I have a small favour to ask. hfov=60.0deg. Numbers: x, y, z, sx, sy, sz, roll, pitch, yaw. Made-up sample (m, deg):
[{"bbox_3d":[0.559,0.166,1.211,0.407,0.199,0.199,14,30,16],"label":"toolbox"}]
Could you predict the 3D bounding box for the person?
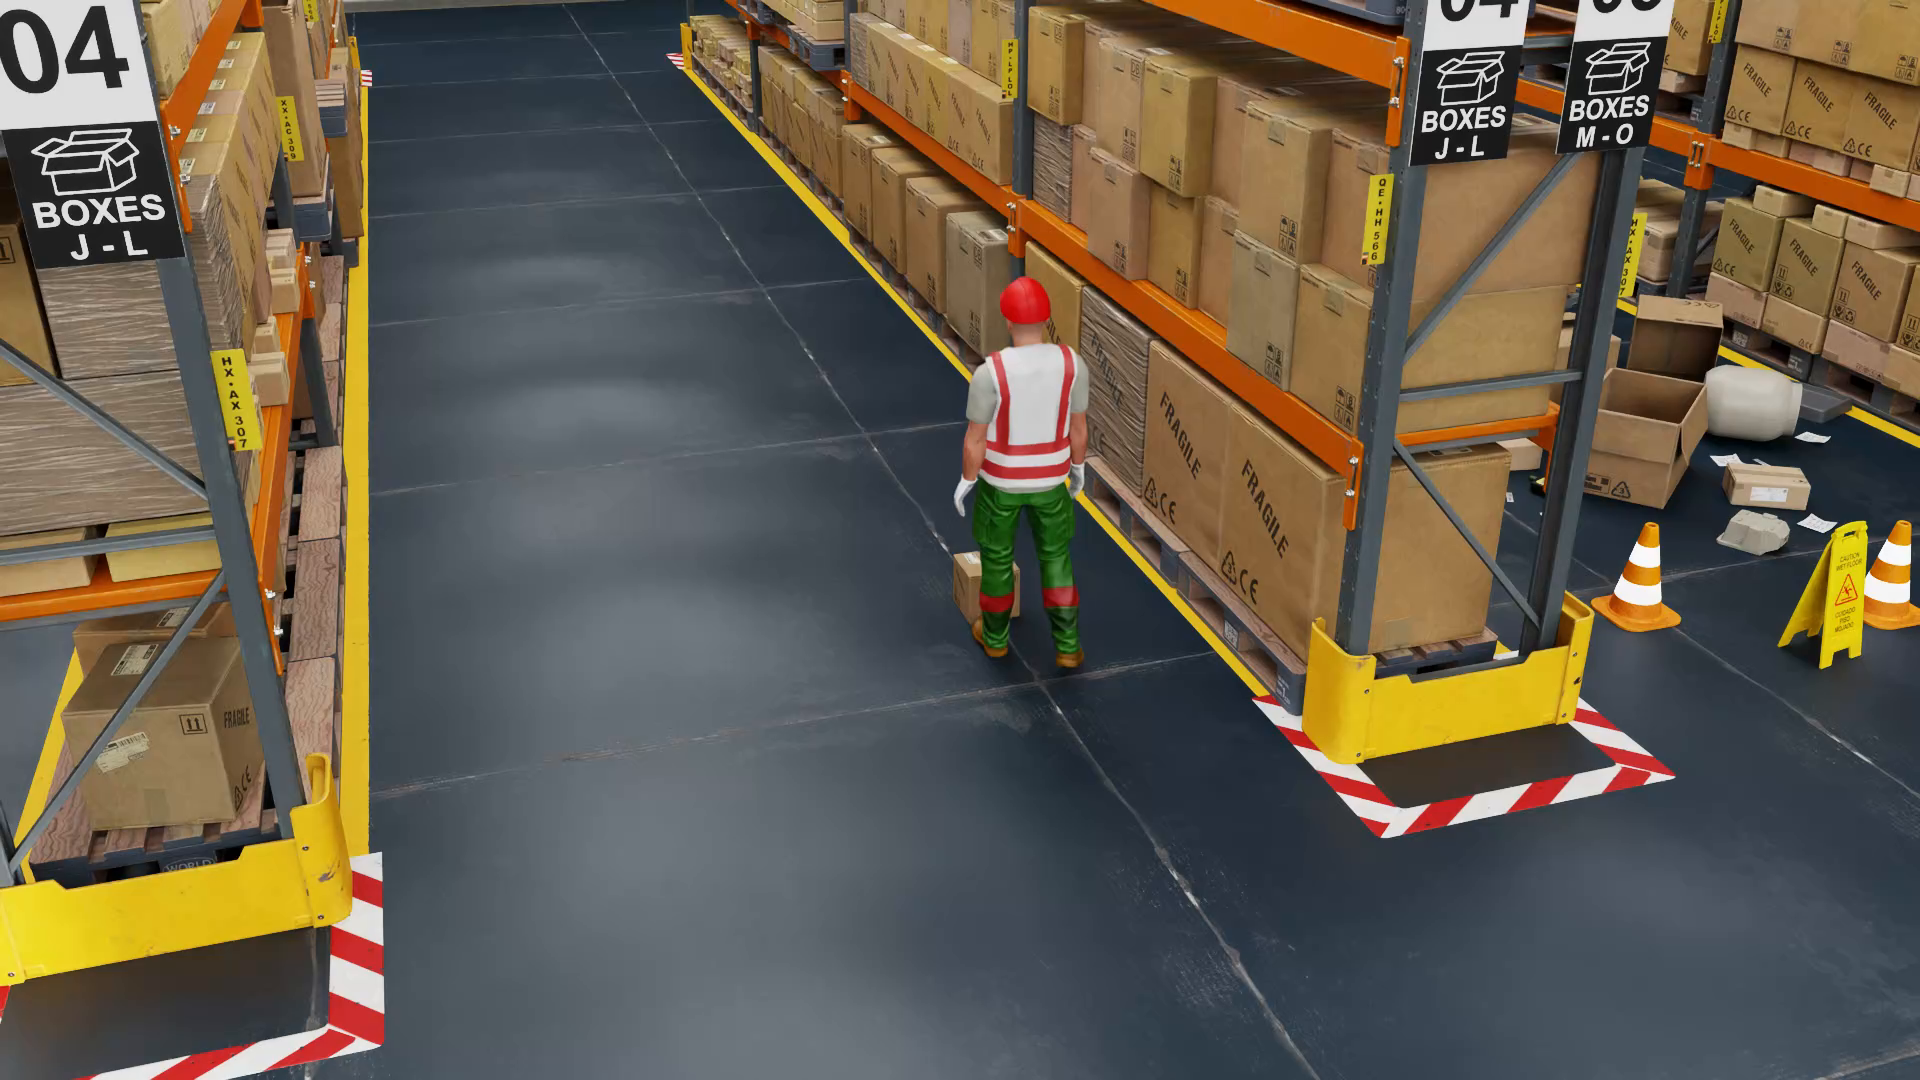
[{"bbox_3d":[0.251,-0.262,7.138,0.528,1.780,0.357,-8,27,-15],"label":"person"}]
